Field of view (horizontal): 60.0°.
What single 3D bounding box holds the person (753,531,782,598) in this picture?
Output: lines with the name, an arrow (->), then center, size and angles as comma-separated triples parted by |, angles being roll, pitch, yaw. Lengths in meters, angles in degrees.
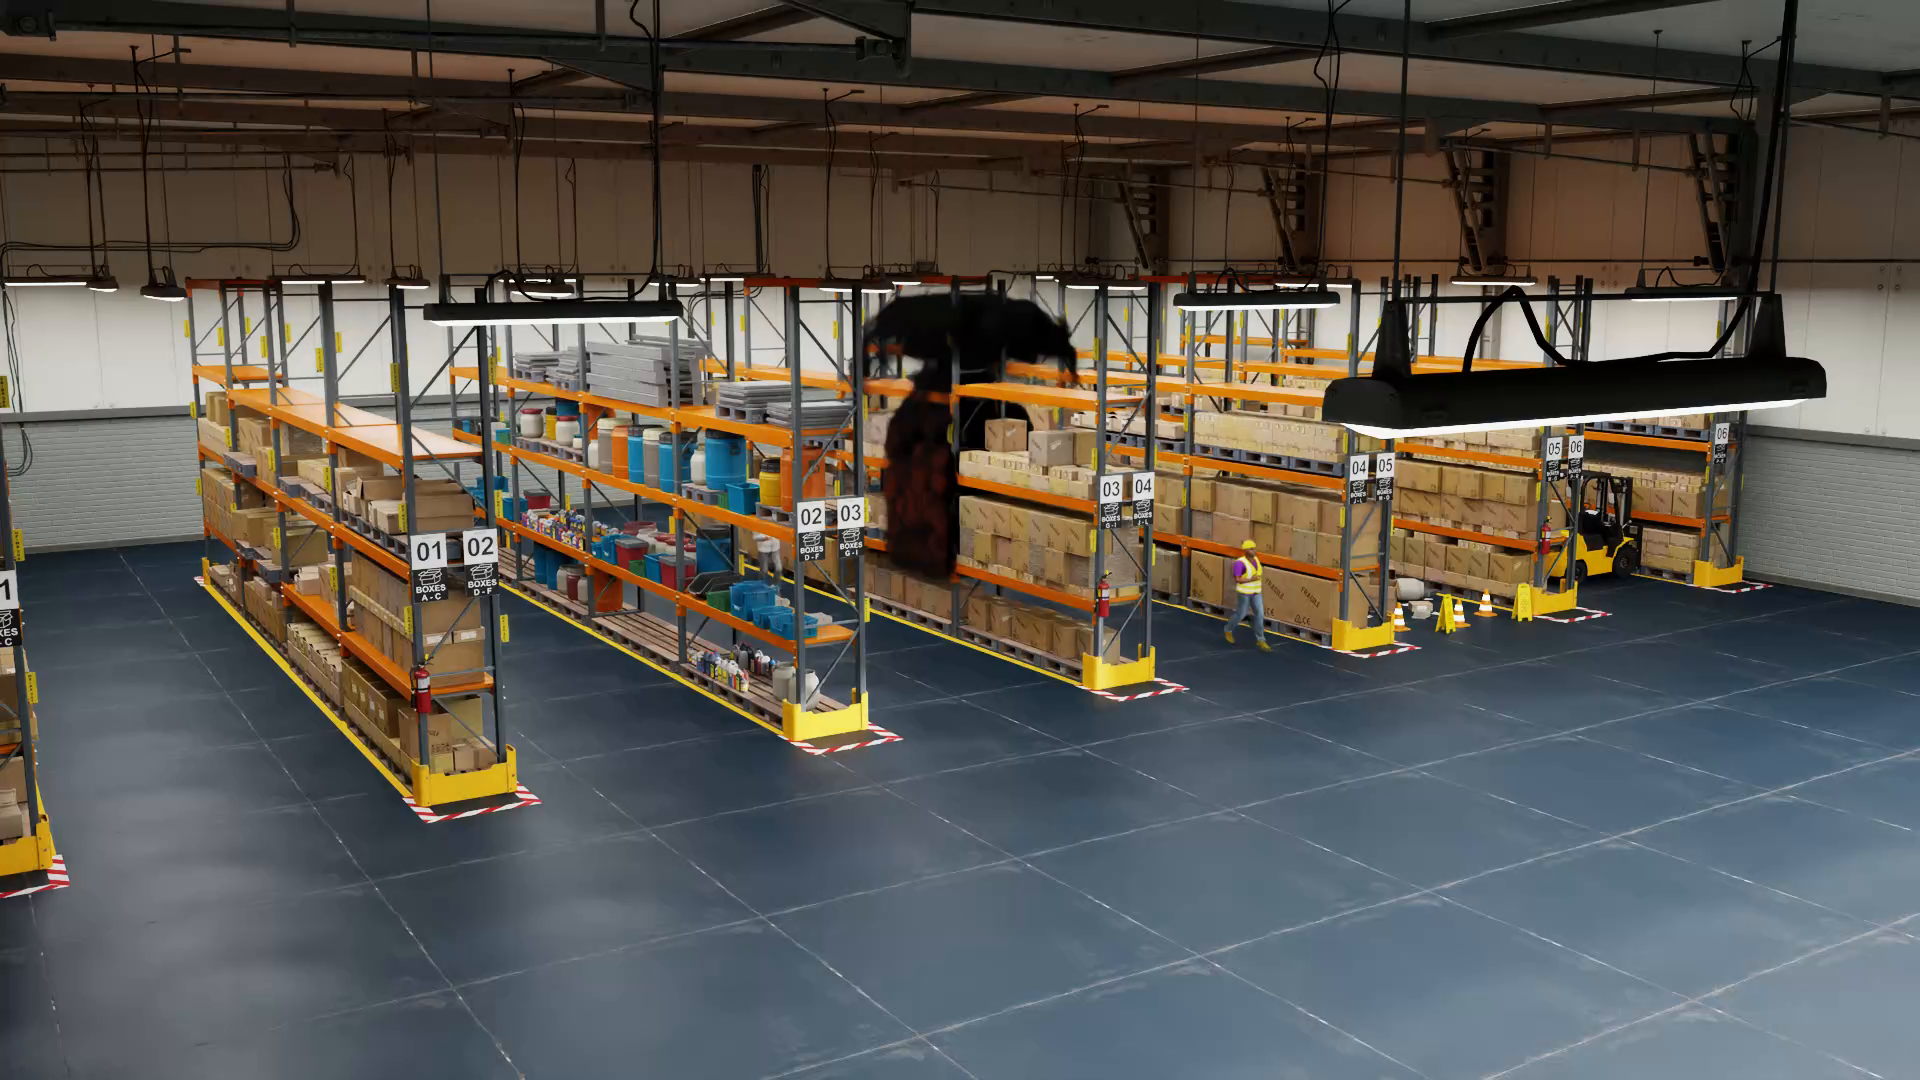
person -> -3.626, 0.227, 31.389 | 0.638, 1.835, 0.777 | -5, 11, -29

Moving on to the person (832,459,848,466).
person -> -3.078, -1.459, 41.383 | 0.961, 1.722, 0.714 | -5, 11, -29

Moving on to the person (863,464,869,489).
person -> -2.477, -0.949, 38.813 | 0.700, 1.722, 1.017 | -7, 12, -35

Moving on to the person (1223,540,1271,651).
person -> 4.743, 0.879, 27.339 | 0.704, 1.779, 0.936 | -6, 12, -34
